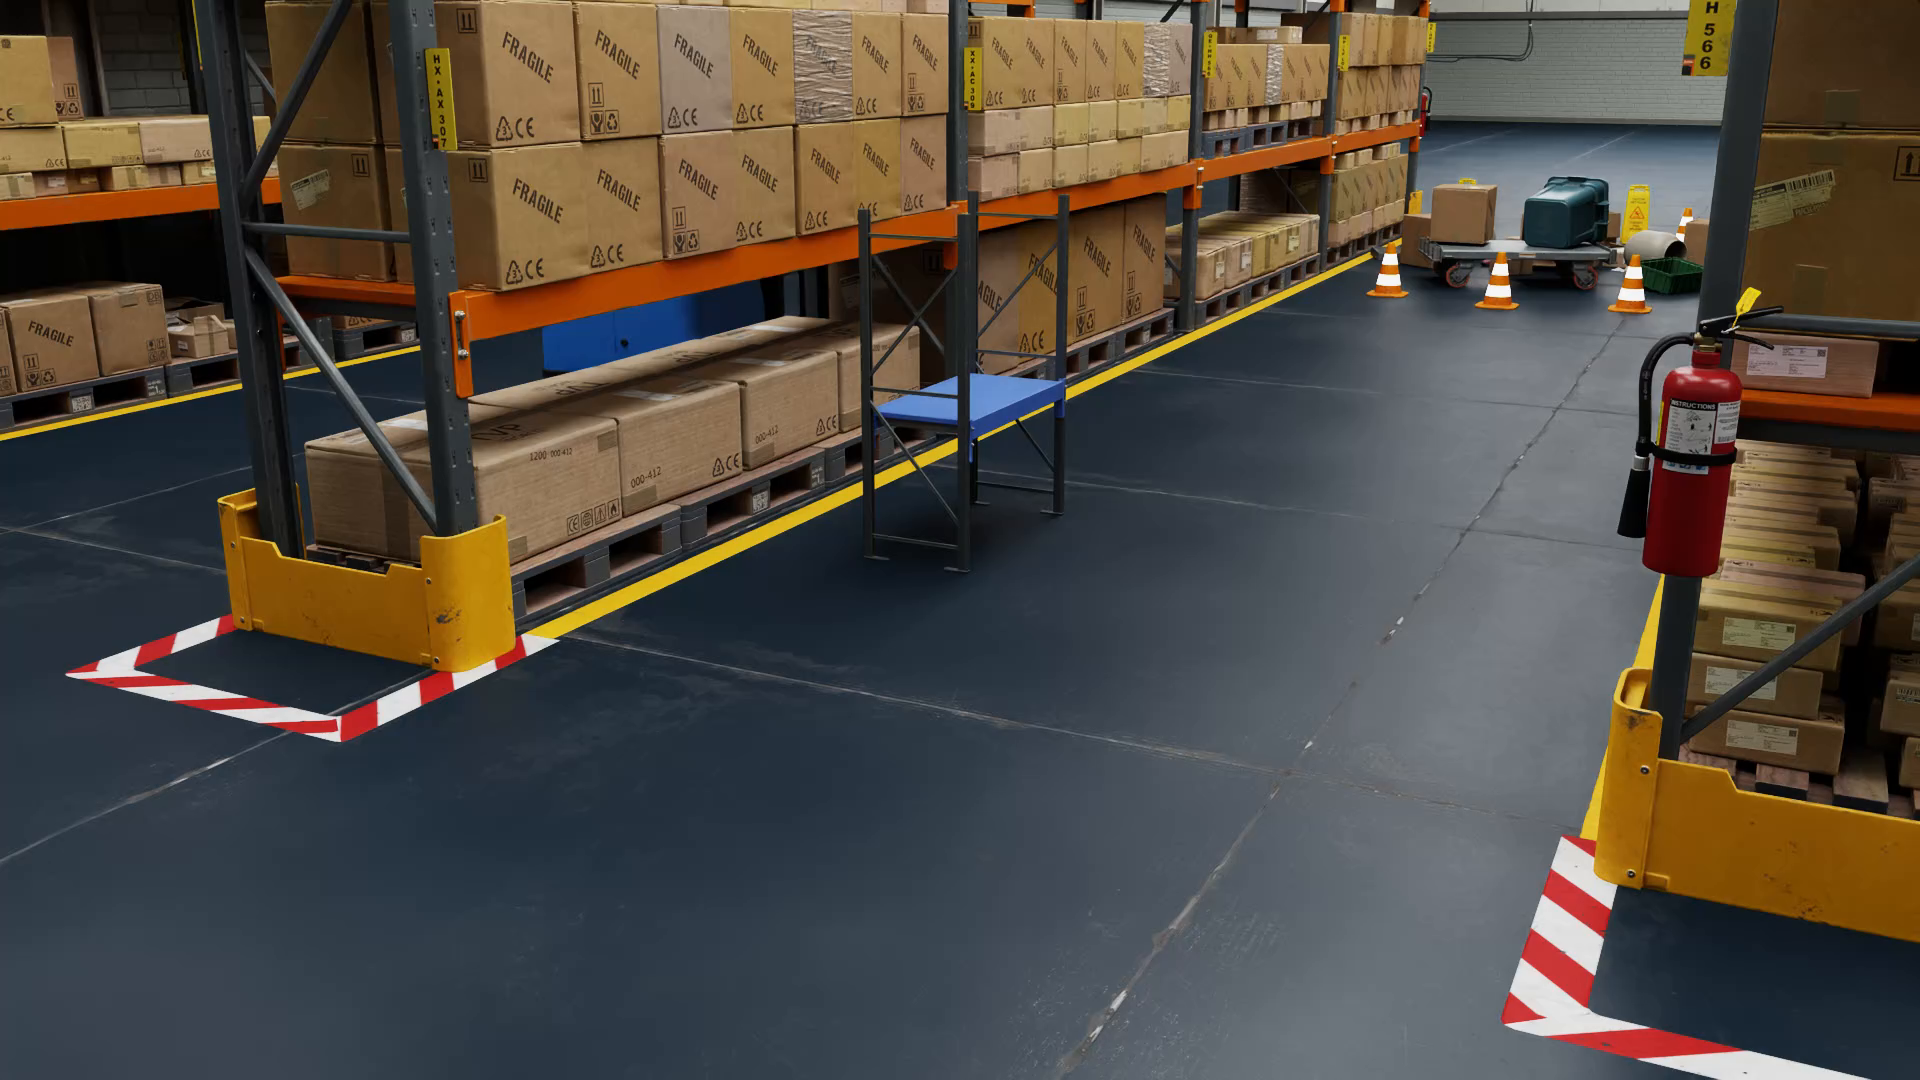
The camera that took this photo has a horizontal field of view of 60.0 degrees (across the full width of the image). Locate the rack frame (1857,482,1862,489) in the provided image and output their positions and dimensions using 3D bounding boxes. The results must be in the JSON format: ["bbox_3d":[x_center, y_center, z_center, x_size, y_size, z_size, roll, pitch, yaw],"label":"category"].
[{"bbox_3d":[4.045,-1.496,7.294,1.000,3.000,0.127,8,18,25],"label":"rack frame"}]

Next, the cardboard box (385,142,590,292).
[{"bbox_3d":[-1.745,-1.215,6.172,0.500,0.500,0.500,8,18,25],"label":"cardboard box"}]

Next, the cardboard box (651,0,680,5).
[{"bbox_3d":[-1.366,-2.245,6.745,0.380,0.149,0.250,8,18,26],"label":"cardboard box"}]

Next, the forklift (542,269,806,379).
[{"bbox_3d":[-1.593,-2.485,10.742,1.130,2.935,3.031,5,17,15],"label":"forklift"}]

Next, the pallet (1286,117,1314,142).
[{"bbox_3d":[2.674,-3.870,15.623,1.003,0.211,1.213,8,18,25],"label":"pallet"}]

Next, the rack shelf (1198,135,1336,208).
[{"bbox_3d":[2.252,-3.284,14.576,1.077,0.370,4.000,8,18,25],"label":"rack shelf"}]

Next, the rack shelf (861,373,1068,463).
[{"bbox_3d":[0.038,-0.568,7.435,0.538,0.185,1.000,8,18,25],"label":"rack shelf"}]

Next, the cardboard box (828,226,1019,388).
[{"bbox_3d":[-0.223,-1.451,10.136,0.875,0.875,0.875,9,19,27],"label":"cardboard box"}]

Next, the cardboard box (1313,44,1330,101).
[{"bbox_3d":[3.145,-4.383,15.578,0.500,0.500,0.500,8,18,24],"label":"cardboard box"}]

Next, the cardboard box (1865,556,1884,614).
[{"bbox_3d":[3.170,0.177,5.407,0.380,0.149,0.250,7,18,23],"label":"cardboard box"}]

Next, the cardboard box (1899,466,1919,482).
[{"bbox_3d":[3.602,-0.151,5.989,0.380,0.149,0.250,7,18,23],"label":"cardboard box"}]

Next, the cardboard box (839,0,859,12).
[{"bbox_3d":[-0.714,-2.637,8.064,0.380,0.149,0.250,8,18,25],"label":"cardboard box"}]

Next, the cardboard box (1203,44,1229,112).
[{"bbox_3d":[1.767,-3.596,12.928,0.500,0.500,0.500,8,18,24],"label":"cardboard box"}]

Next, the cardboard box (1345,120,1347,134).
[{"bbox_3d":[3.640,-4.128,16.596,0.380,0.149,0.250,9,19,27],"label":"cardboard box"}]

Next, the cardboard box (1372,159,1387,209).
[{"bbox_3d":[4.347,-3.901,18.166,0.500,0.500,0.500,8,18,24],"label":"cardboard box"}]

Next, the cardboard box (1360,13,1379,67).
[{"bbox_3d":[3.784,-5.020,16.703,0.700,0.500,0.500,8,18,26],"label":"cardboard box"}]

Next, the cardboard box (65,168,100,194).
[{"bbox_3d":[-5.425,-2.175,10.021,0.380,0.149,0.250,8,18,26],"label":"cardboard box"}]

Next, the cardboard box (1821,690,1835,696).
[{"bbox_3d":[2.526,0.392,5.204,0.380,0.149,0.250,8,18,25],"label":"cardboard box"}]

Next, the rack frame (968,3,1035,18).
[{"bbox_3d":[0.491,-5.788,21.742,1.000,3.000,0.127,8,18,25],"label":"rack frame"}]

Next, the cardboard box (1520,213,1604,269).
[{"bbox_3d":[6.003,-3.017,16.559,0.797,0.637,0.503,8,18,25],"label":"cardboard box"}]

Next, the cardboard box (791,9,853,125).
[{"bbox_3d":[-0.846,-2.213,7.776,0.500,0.500,0.500,8,18,26],"label":"cardboard box"}]

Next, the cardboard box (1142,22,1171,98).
[{"bbox_3d":[1.140,-3.350,11.602,0.500,0.500,0.500,8,19,26],"label":"cardboard box"}]

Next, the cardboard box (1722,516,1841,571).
[{"bbox_3d":[2.605,0.039,5.350,0.380,0.149,0.250,7,18,23],"label":"cardboard box"}]

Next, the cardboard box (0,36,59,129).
[{"bbox_3d":[-5.545,-2.606,9.453,0.500,0.500,0.500,9,19,27],"label":"cardboard box"}]

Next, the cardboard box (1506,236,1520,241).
[{"bbox_3d":[6.155,-3.200,18.036,0.250,0.149,0.380,-11,20,-32],"label":"cardboard box"}]

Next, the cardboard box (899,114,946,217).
[{"bbox_3d":[-0.407,-1.998,8.806,0.500,0.500,0.500,8,18,26],"label":"cardboard box"}]

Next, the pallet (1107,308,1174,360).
[{"bbox_3d":[0.939,-1.591,12.511,1.003,0.211,1.213,8,18,25],"label":"pallet"}]

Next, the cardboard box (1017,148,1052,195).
[{"bbox_3d":[0.234,-2.239,10.058,0.500,0.250,0.500,8,18,24],"label":"cardboard box"}]

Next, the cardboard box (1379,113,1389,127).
[{"bbox_3d":[4.449,-4.579,18.115,0.380,0.149,0.250,8,18,25],"label":"cardboard box"}]

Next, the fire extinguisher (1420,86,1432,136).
[{"bbox_3d":[5.397,-5.090,19.531,0.296,0.674,0.183,8,18,25],"label":"fire extinguisher"}]

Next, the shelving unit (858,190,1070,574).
[{"bbox_3d":[0.038,-0.741,7.384,0.538,1.500,1.048,8,18,25],"label":"shelving unit"}]

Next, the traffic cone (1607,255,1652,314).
[{"bbox_3d":[5.669,-2.169,14.013,0.336,0.463,0.334,8,18,25],"label":"traffic cone"}]

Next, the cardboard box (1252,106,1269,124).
[{"bbox_3d":[2.436,-3.665,14.298,0.380,0.149,0.250,9,19,27],"label":"cardboard box"}]

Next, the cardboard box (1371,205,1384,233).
[{"bbox_3d":[4.345,-3.535,18.250,0.500,0.250,0.500,7,18,23],"label":"cardboard box"}]

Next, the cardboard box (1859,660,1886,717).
[{"bbox_3d":[2.926,0.454,4.997,0.380,0.149,0.250,8,18,26],"label":"cardboard box"}]

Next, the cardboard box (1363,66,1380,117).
[{"bbox_3d":[4.031,-4.662,17.255,0.500,0.500,0.500,8,18,25],"label":"cardboard box"}]

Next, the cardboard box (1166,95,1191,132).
[{"bbox_3d":[1.370,-3.131,12.184,0.500,0.250,0.500,8,18,25],"label":"cardboard box"}]

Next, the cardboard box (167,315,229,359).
[{"bbox_3d":[-5.017,-1.351,10.870,0.396,0.266,0.258,9,19,27],"label":"cardboard box"}]

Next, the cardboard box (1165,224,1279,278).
[{"bbox_3d":[2.287,-2.585,14.837,0.950,0.372,0.625,9,19,27],"label":"cardboard box"}]

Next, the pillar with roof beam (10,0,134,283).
[{"bbox_3d":[-2.137,-4.996,8.541,9.100,9.000,0.400,8,18,25],"label":"pillar with roof beam"}]

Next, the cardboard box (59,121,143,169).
[{"bbox_3d":[-5.326,-2.386,10.030,0.500,0.250,0.500,8,18,25],"label":"cardboard box"}]

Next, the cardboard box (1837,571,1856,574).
[{"bbox_3d":[2.681,0.187,5.375,0.380,0.149,0.250,8,18,25],"label":"cardboard box"}]

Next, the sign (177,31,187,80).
[{"bbox_3d":[-5.369,-3.356,11.520,0.100,0.325,0.005,8,18,25],"label":"sign"}]

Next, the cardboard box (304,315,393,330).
[{"bbox_3d":[-4.454,-1.829,12.065,0.500,0.500,0.500,9,19,28],"label":"cardboard box"}]

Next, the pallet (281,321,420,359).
[{"bbox_3d":[-4.541,-1.606,12.561,1.003,0.211,1.213,8,18,25],"label":"pallet"}]

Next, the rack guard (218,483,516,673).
[{"bbox_3d":[-2.227,0.123,6.233,1.175,0.500,0.348,8,18,25],"label":"rack guard"}]

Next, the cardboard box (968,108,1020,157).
[{"bbox_3d":[0.020,-2.344,9.534,0.500,0.250,0.500,8,18,24],"label":"cardboard box"}]

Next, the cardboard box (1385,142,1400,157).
[{"bbox_3d":[4.705,-4.371,18.609,0.380,0.149,0.250,9,19,27],"label":"cardboard box"}]

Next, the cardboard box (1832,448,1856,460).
[{"bbox_3d":[3.364,-0.352,6.667,0.380,0.149,0.250,8,18,24],"label":"cardboard box"}]

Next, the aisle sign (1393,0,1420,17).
[{"bbox_3d":[5.220,-6.382,19.178,0.394,0.787,0.004,8,18,25],"label":"aisle sign"}]
